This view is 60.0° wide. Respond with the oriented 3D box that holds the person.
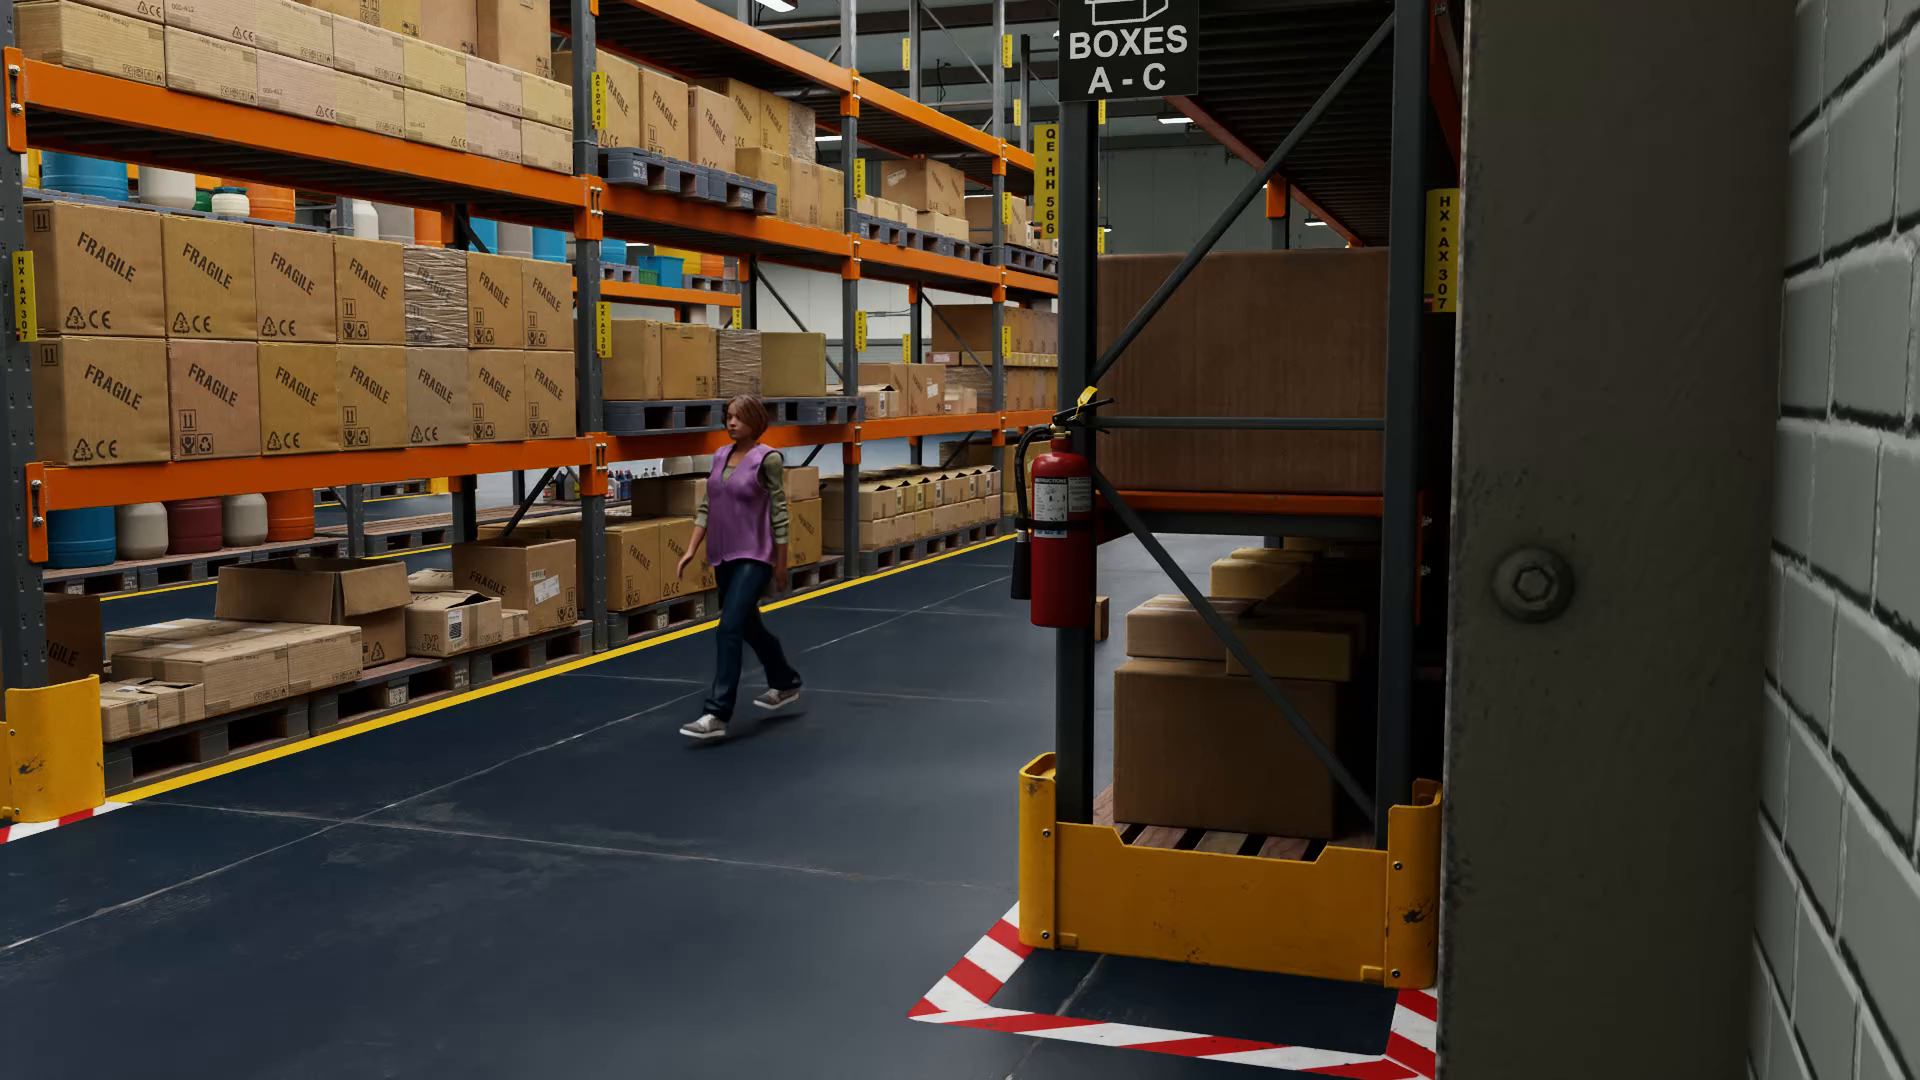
[{"bbox_3d":[-1.043,0.093,7.706,0.427,1.541,0.925,4,7,35],"label":"person"}]
